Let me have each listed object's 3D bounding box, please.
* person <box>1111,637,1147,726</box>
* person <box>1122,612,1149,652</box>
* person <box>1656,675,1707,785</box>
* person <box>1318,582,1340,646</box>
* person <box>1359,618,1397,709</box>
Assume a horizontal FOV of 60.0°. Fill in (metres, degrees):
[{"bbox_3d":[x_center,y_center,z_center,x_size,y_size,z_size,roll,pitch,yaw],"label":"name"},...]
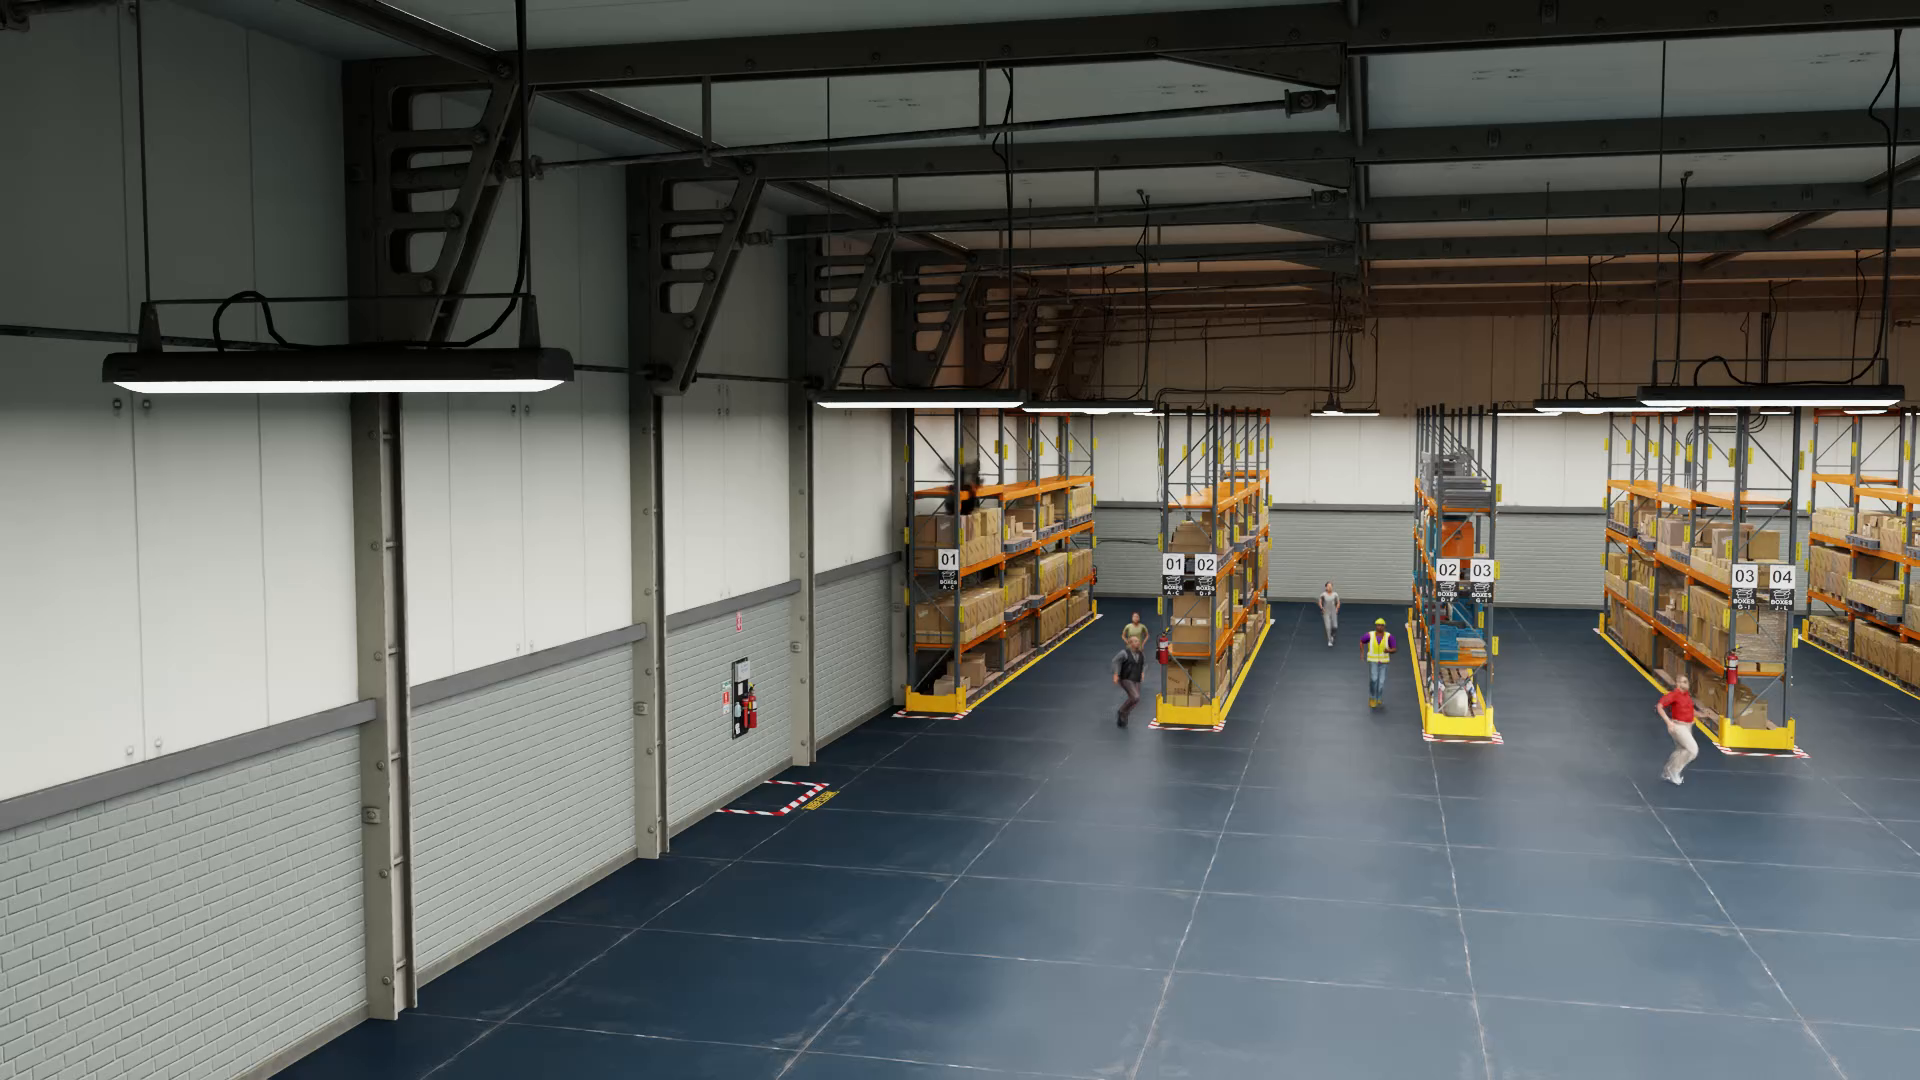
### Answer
[{"bbox_3d":[3.226,2.634,30.943,0.662,1.652,0.612,-2,5,-29],"label":"person"},{"bbox_3d":[3.715,2.333,35.234,0.577,1.643,0.752,0,4,5],"label":"person"},{"bbox_3d":[11.330,2.976,26.023,0.670,1.719,0.646,4,6,44],"label":"person"},{"bbox_3d":[9.291,1.861,41.846,0.528,1.624,0.553,0,4,6],"label":"person"},{"bbox_3d":[8.300,2.442,32.972,0.685,1.785,0.692,0,4,6],"label":"person"}]
